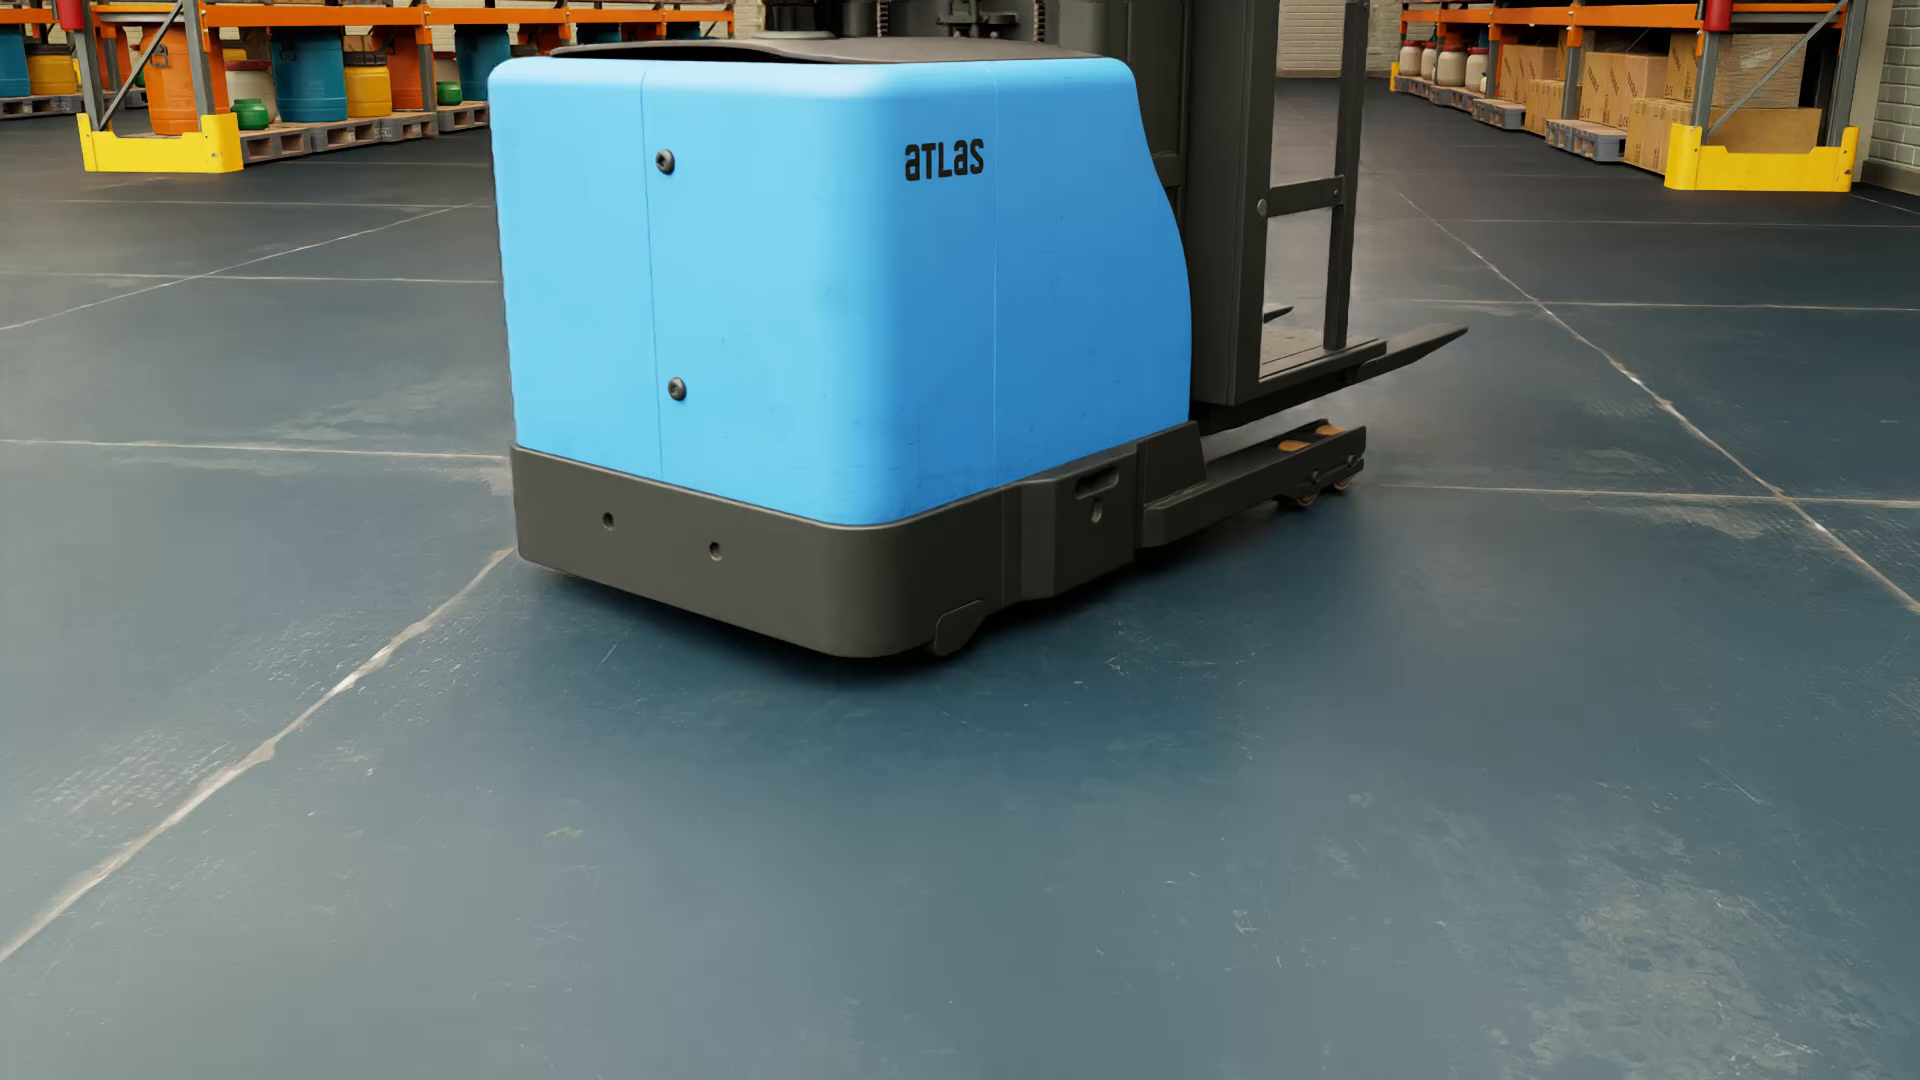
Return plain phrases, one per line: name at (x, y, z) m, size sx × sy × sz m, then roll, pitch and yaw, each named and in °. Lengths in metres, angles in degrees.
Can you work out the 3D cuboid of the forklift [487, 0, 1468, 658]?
forklift at (0.381, -1.561, 3.903) m, size 1.130 × 2.935 × 3.031 m, roll 14°, pitch 22°, yaw 37°
